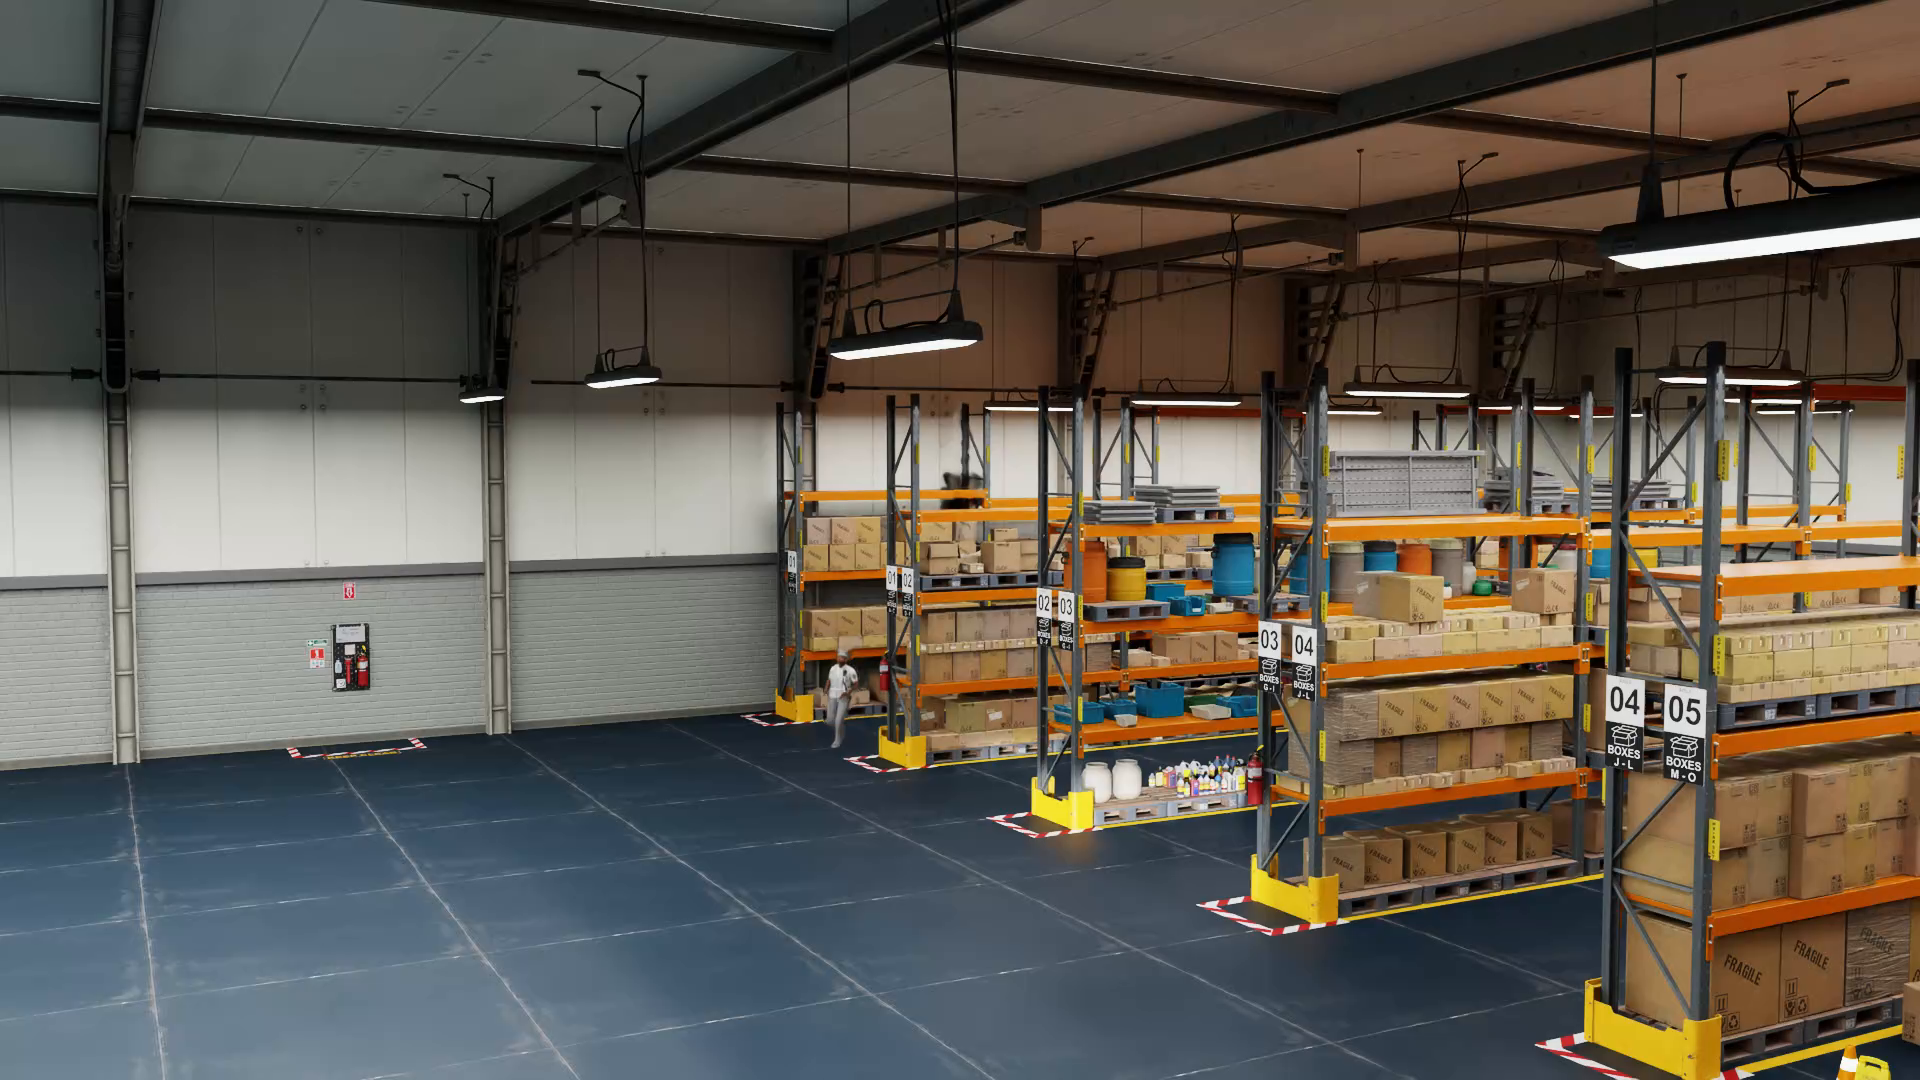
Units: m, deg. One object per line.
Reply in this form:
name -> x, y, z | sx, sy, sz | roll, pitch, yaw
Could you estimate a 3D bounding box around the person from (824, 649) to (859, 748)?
person -> -1.992, 2.661, 28.099 | 0.608, 1.667, 0.516 | 1, 4, 24
